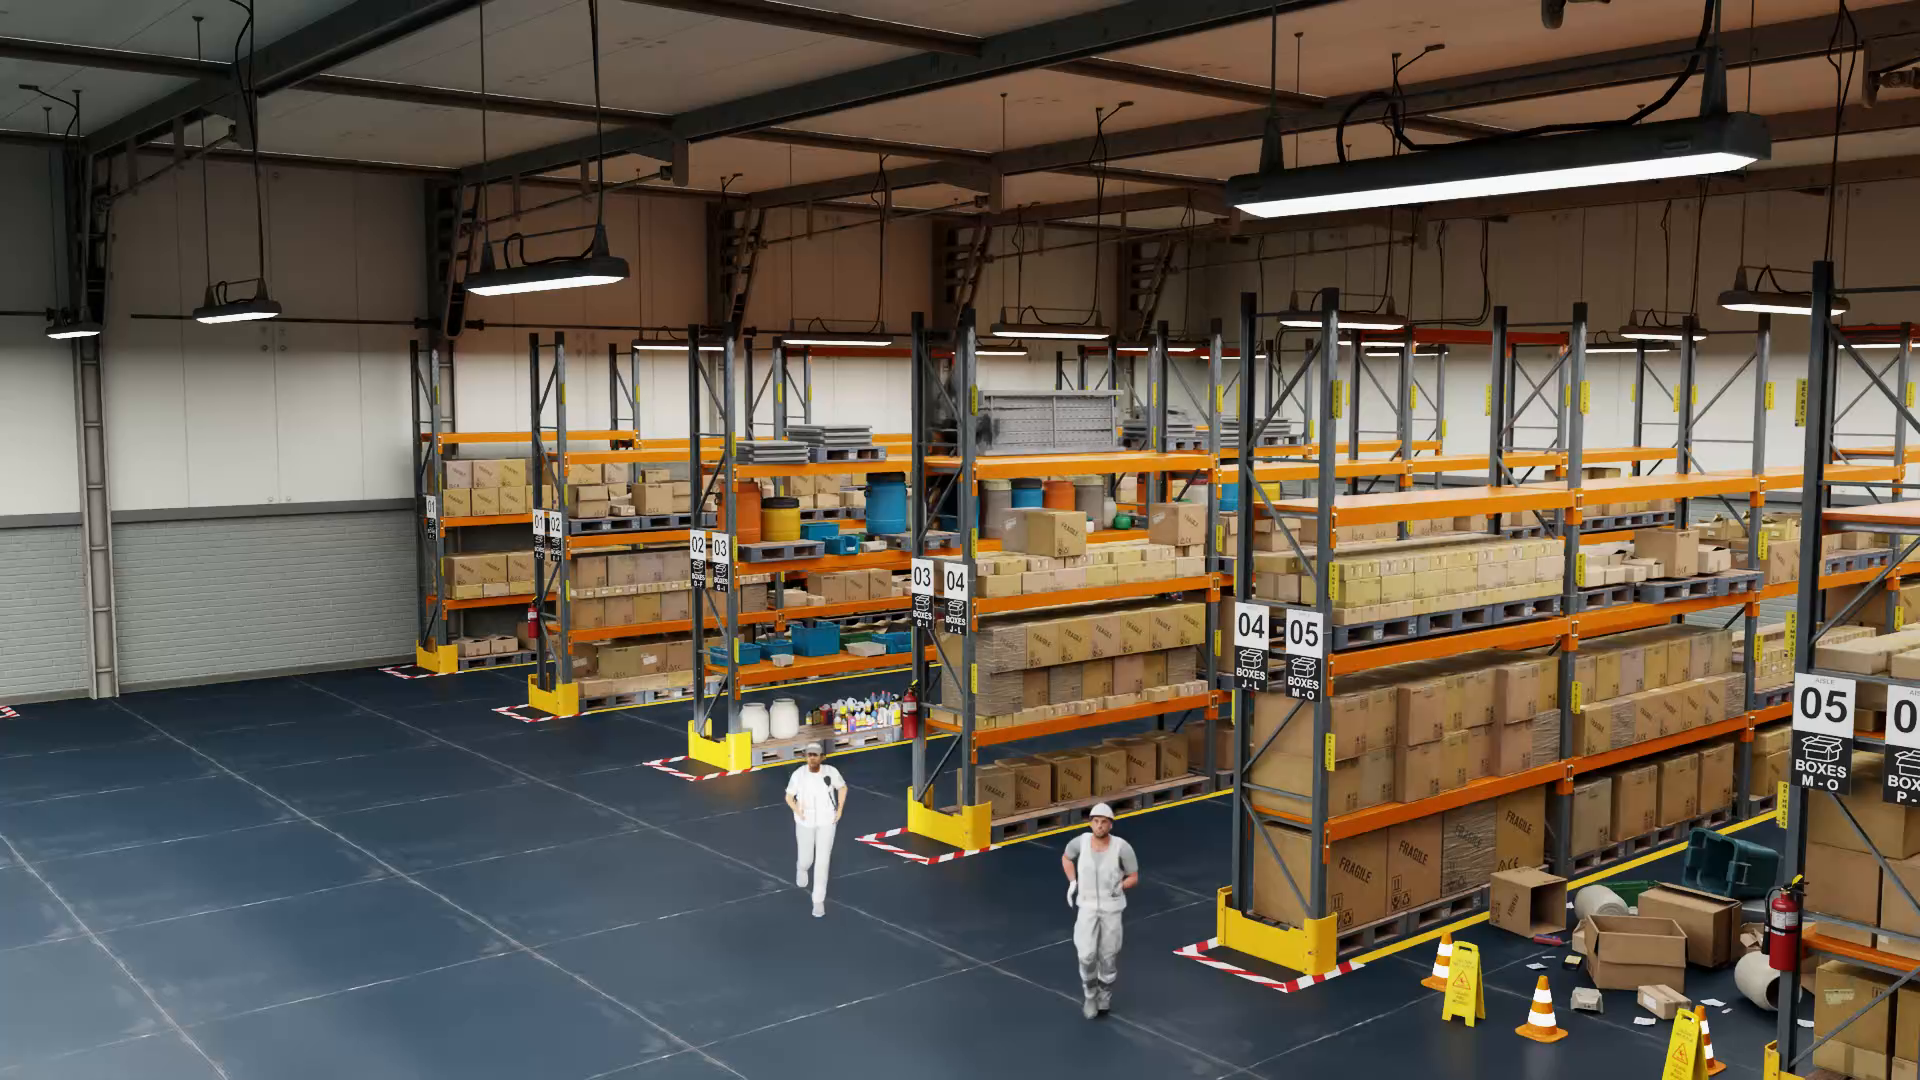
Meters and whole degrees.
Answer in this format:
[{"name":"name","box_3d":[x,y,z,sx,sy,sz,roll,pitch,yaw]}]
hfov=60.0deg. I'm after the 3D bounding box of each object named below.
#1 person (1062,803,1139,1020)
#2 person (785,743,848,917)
[{"name":"person","box_3d":[1.121,3.035,13.554,0.652,1.784,0.649,1,5,11]},{"name":"person","box_3d":[-1.427,2.826,16.578,0.616,1.670,0.838,0,5,-3]}]
